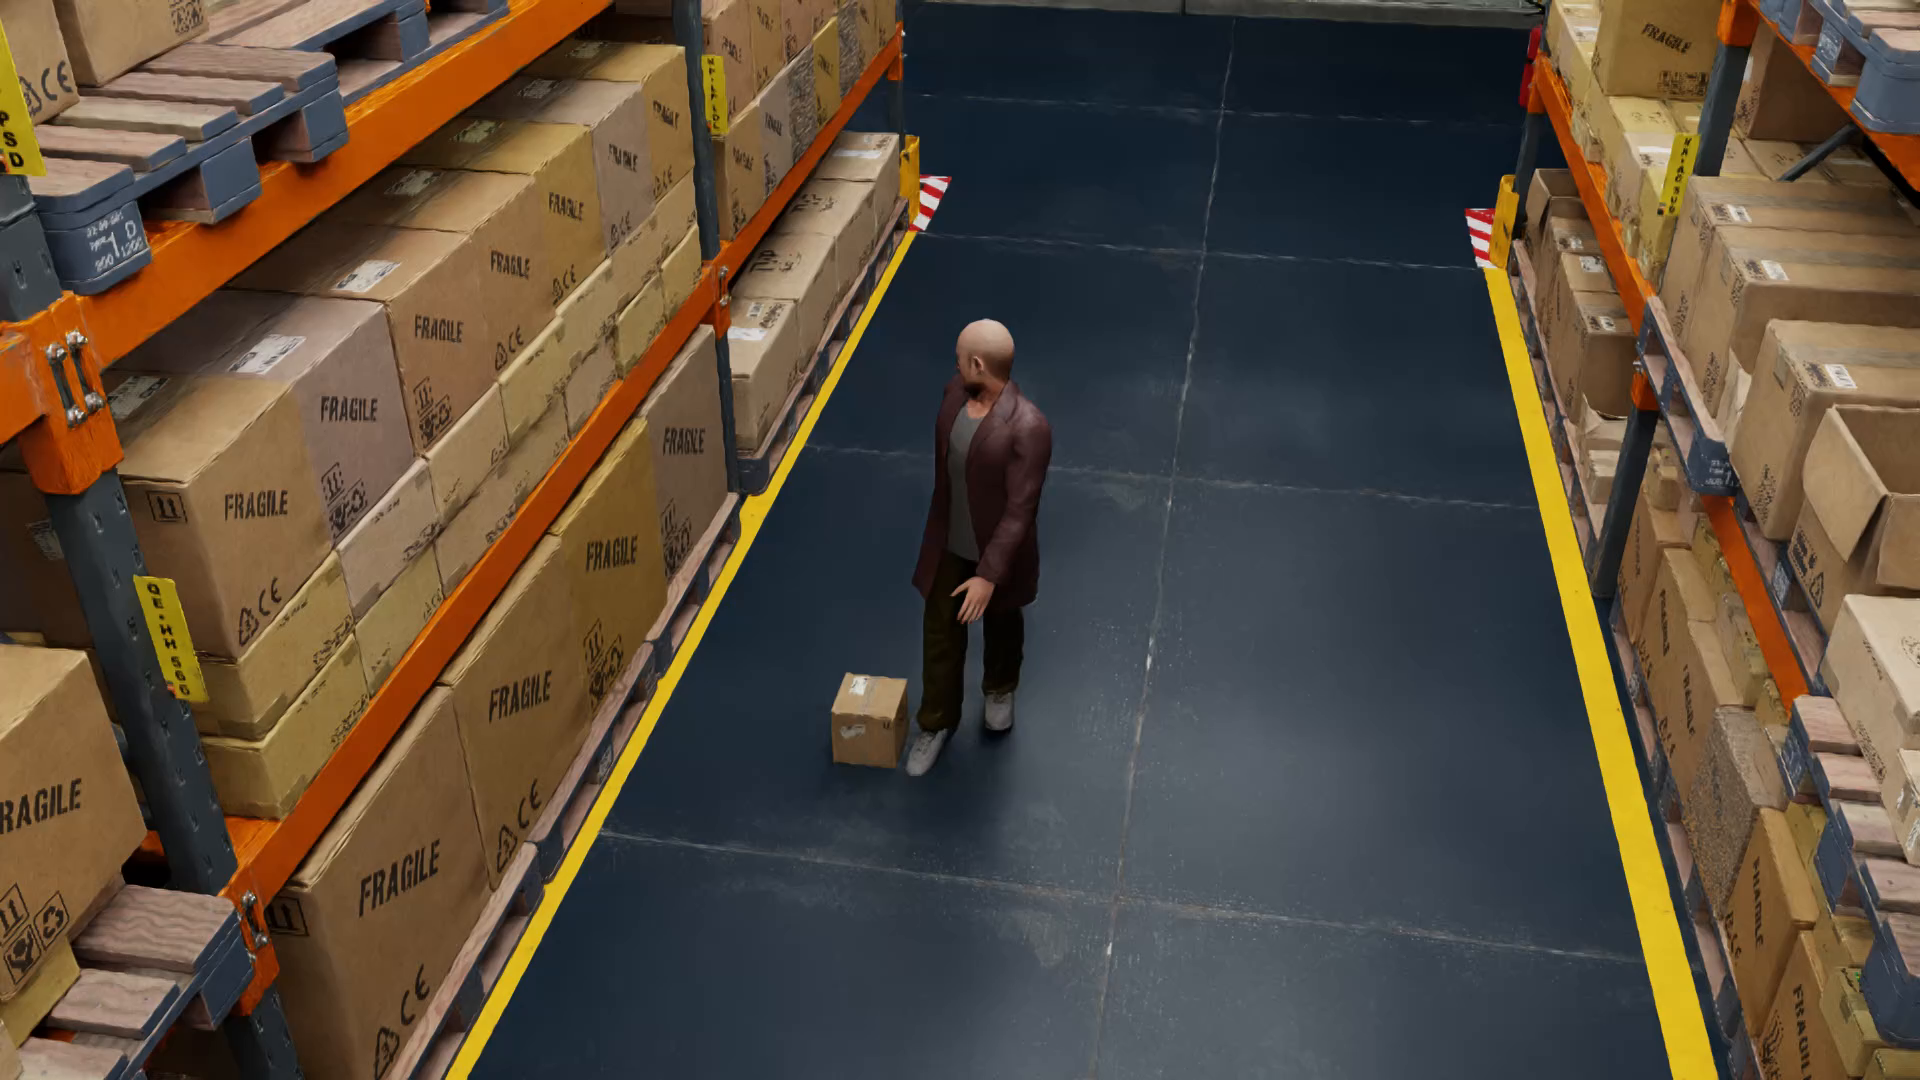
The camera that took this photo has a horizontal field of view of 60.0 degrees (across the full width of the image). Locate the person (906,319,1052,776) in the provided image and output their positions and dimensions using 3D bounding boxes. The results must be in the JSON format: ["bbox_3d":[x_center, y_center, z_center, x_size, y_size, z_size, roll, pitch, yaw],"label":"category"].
[{"bbox_3d":[0.074,0.041,6.119,0.569,1.818,0.696,19,37,27],"label":"person"}]
